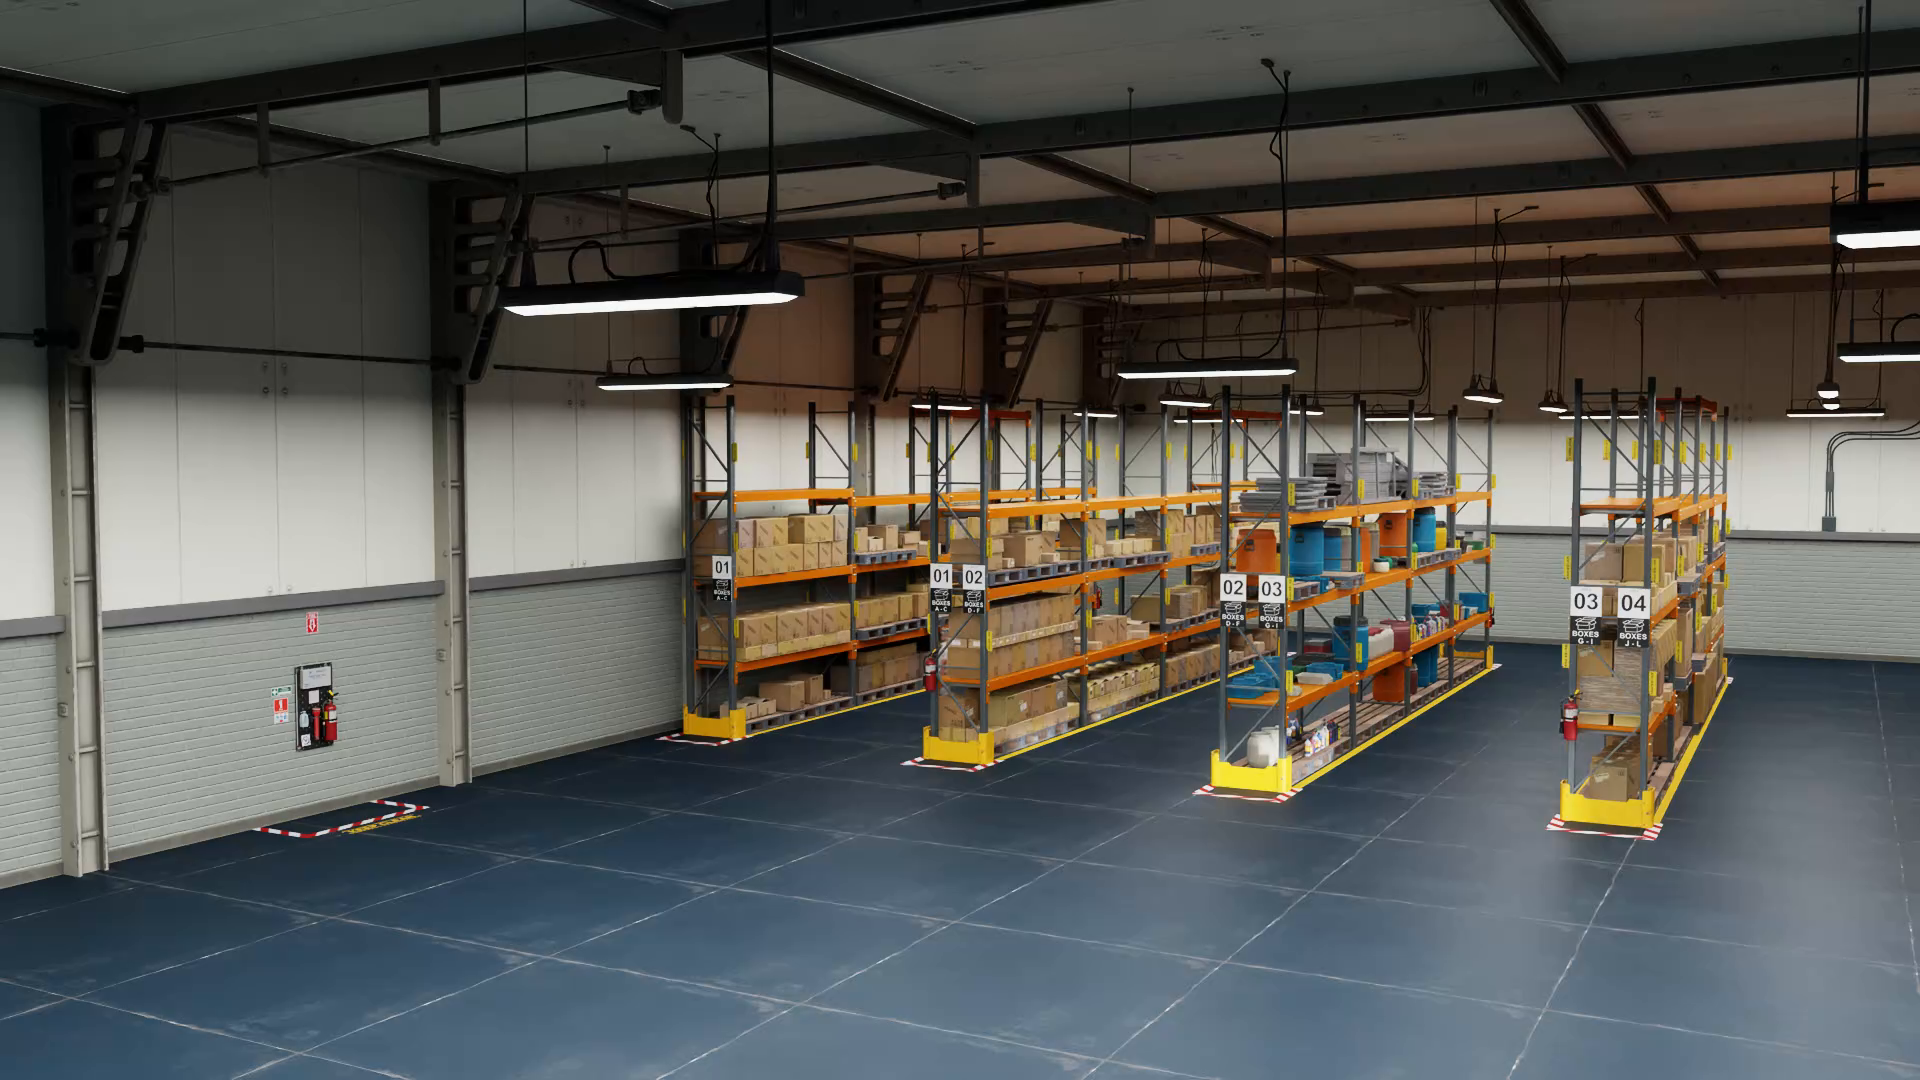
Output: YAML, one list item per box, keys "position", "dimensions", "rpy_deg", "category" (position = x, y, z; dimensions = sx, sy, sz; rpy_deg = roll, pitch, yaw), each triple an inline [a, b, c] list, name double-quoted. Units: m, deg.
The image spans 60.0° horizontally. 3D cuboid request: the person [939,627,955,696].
- position: [-0.254, 2.513, 30.704]
  dimensions: [0.403, 1.802, 0.619]
  rpy_deg: [1, 3, 18]
  category: "person"
